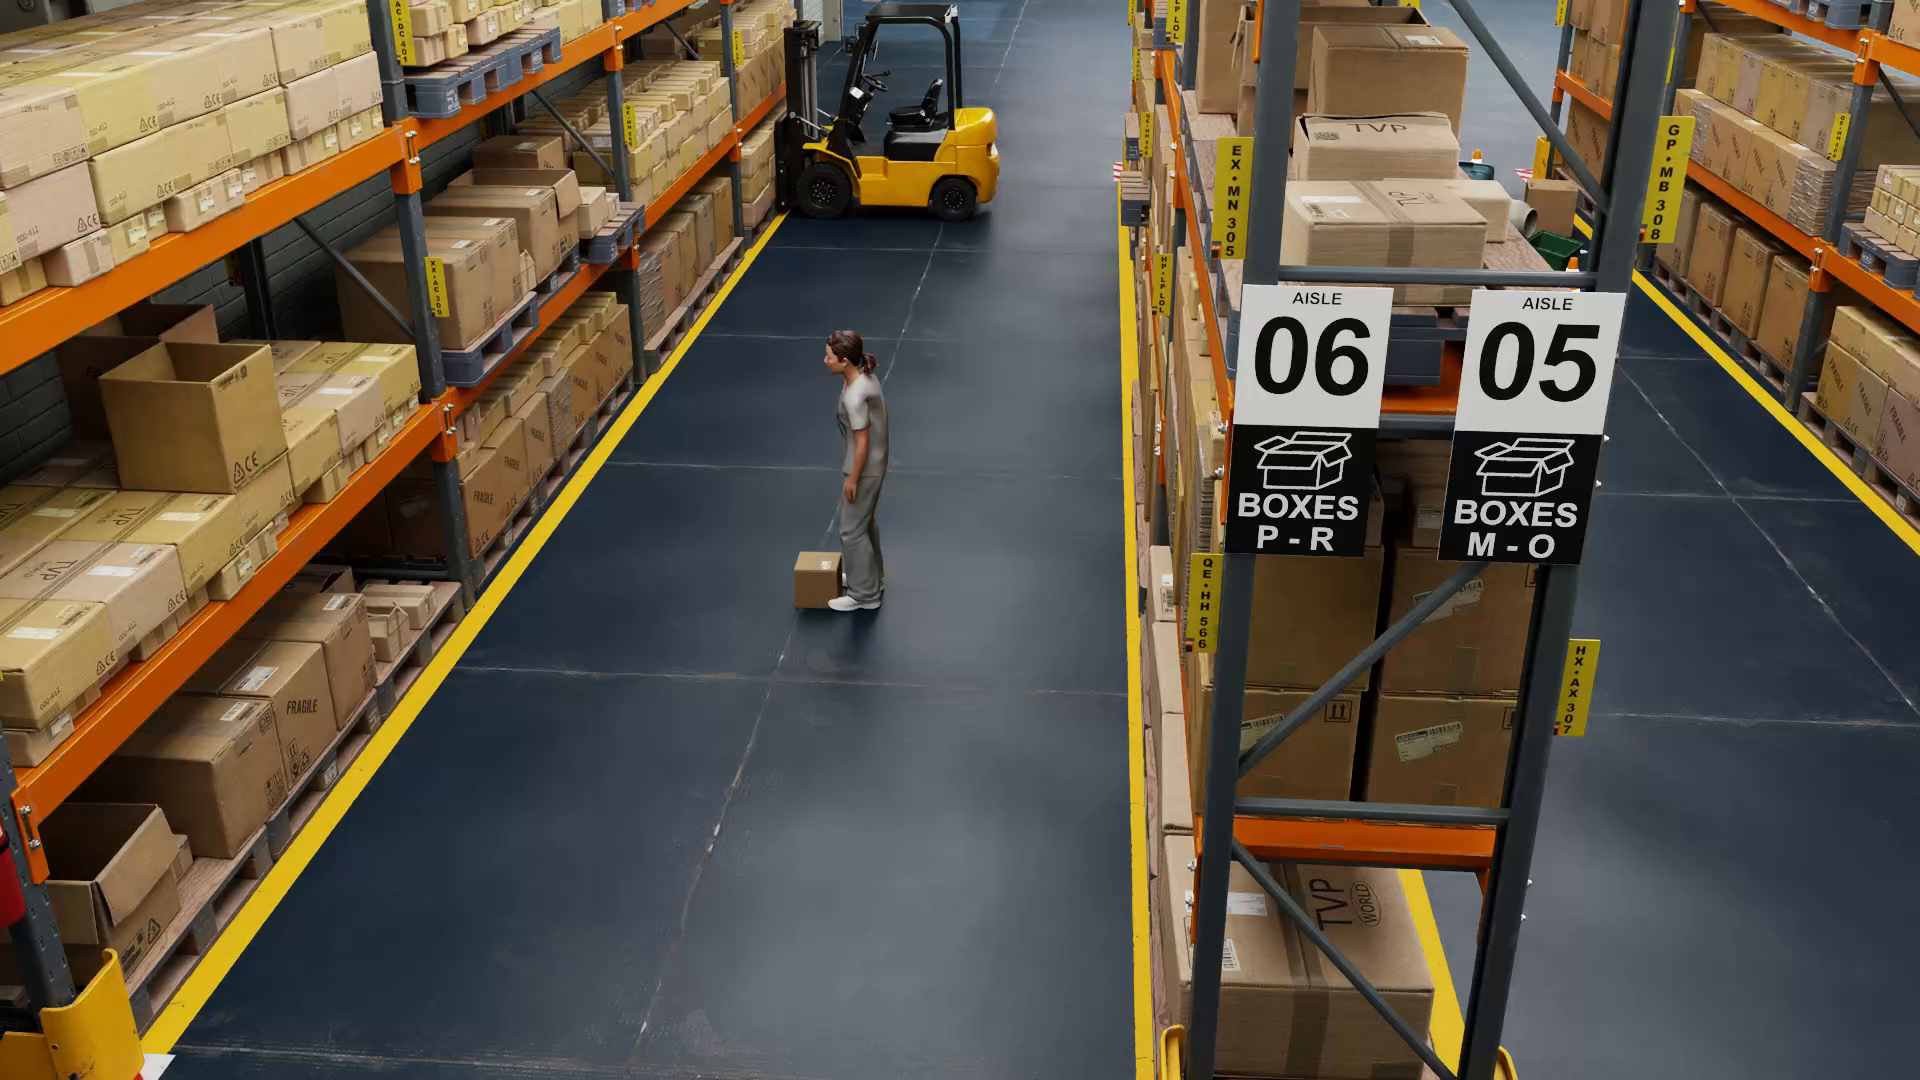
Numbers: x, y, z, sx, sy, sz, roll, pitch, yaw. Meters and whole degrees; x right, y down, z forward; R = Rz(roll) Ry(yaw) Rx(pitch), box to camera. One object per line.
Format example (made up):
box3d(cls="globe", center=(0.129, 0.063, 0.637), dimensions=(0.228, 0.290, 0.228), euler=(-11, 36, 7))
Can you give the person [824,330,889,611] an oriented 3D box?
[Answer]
box3d(cls="person", center=(-0.587, -0.402, 9.490), dimensions=(0.367, 1.667, 0.514), euler=(0, 25, 1))
